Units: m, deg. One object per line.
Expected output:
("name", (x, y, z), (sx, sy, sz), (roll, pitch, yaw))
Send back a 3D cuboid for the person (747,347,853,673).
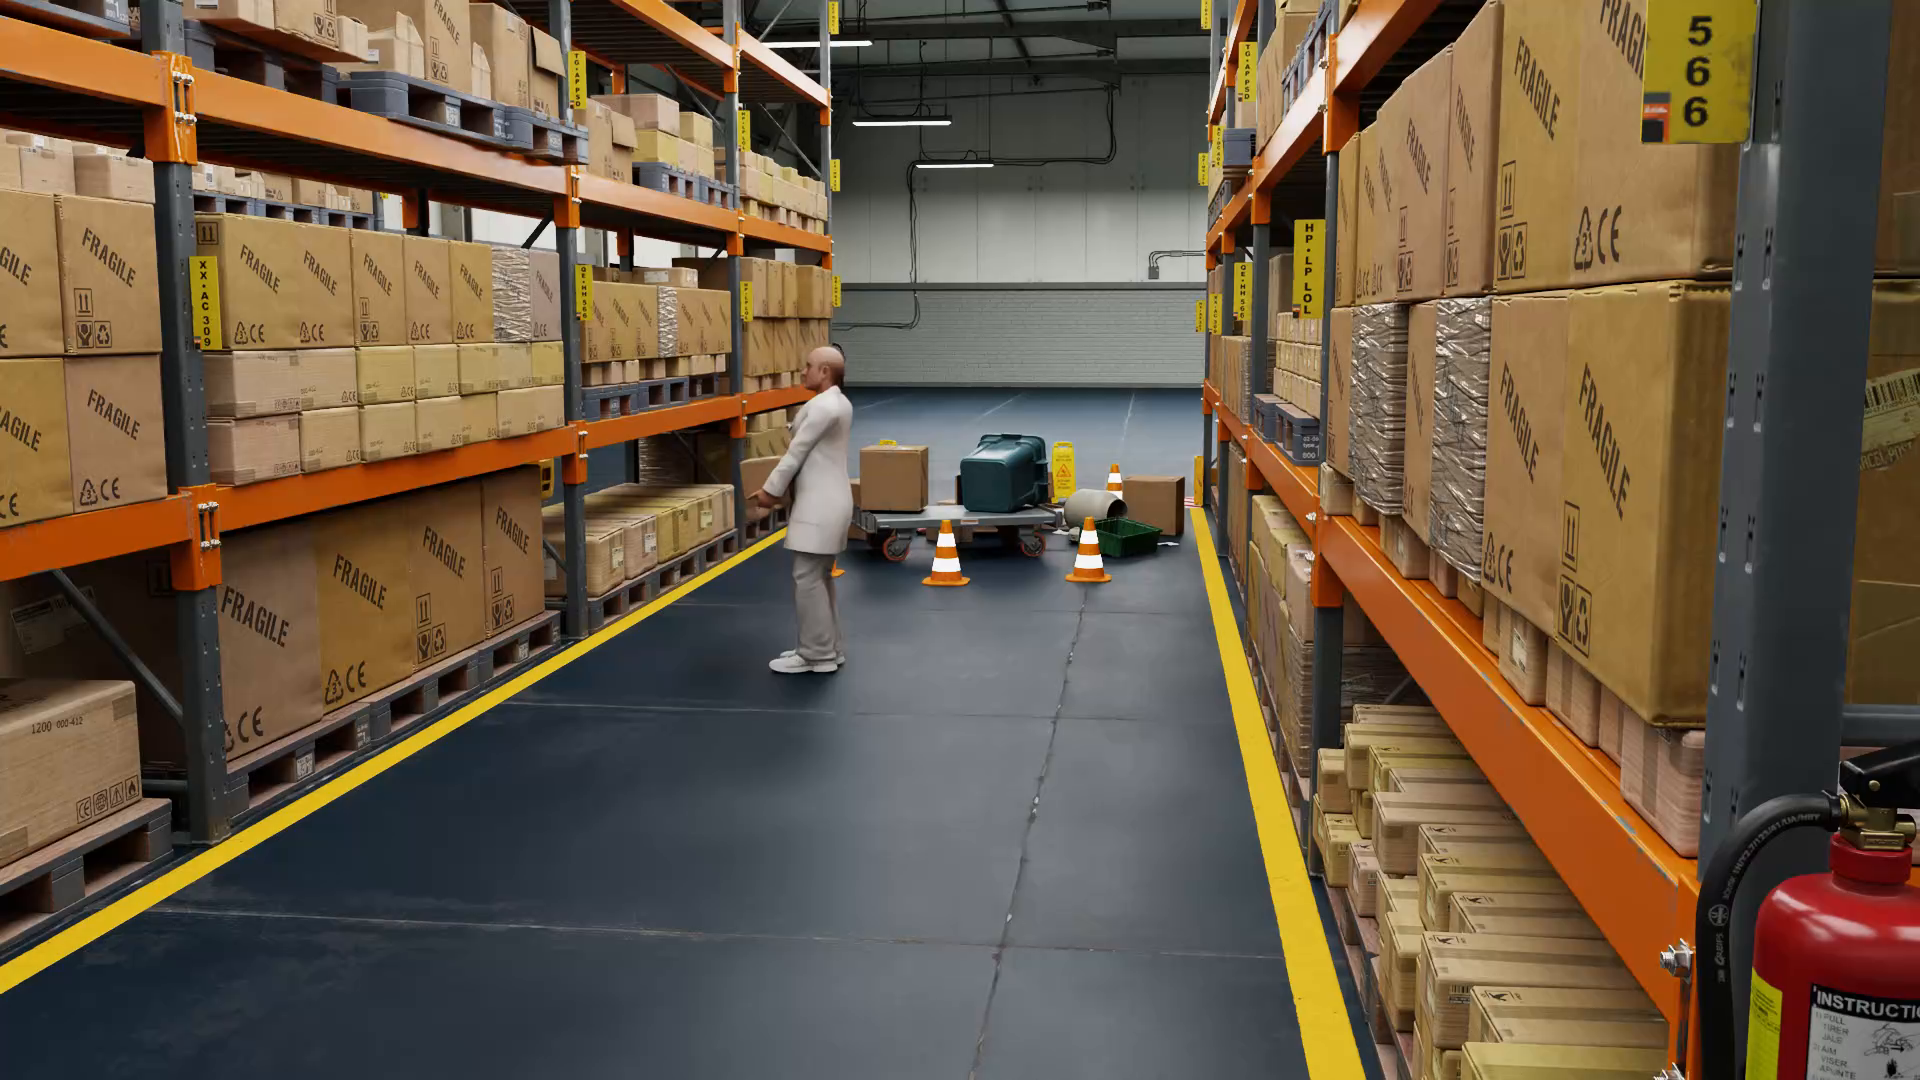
("person", (-0.870, -0.166, 9.129), (0.554, 1.779, 0.520), (1, 7, 6))
